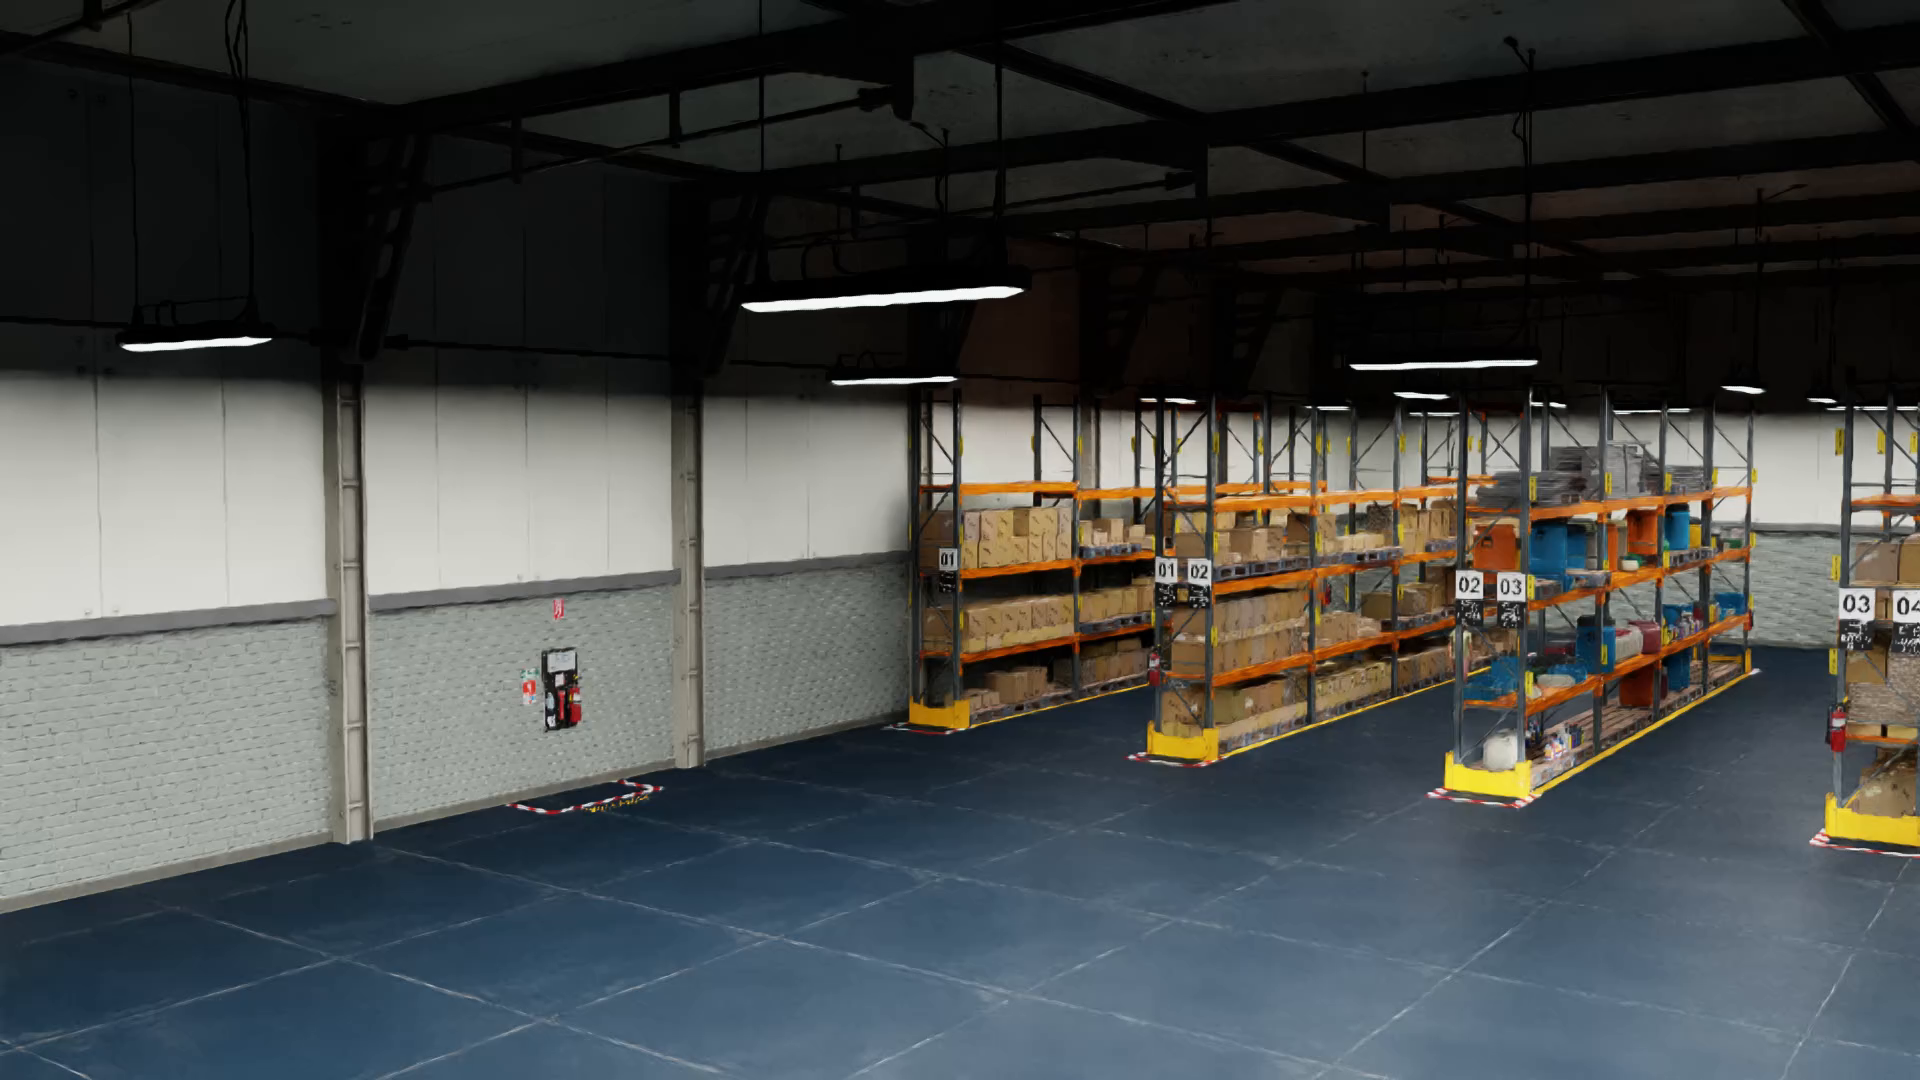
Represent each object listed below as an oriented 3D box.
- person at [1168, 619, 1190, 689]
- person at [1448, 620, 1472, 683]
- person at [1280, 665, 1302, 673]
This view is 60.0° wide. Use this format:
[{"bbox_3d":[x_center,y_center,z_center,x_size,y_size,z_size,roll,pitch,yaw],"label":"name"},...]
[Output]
[{"bbox_3d":[4.458,2.187,33.806,0.444,1.773,0.604,1,3,11],"label":"person"},{"bbox_3d":[9.873,2.312,32.874,0.446,1.604,1.016,2,4,28],"label":"person"},{"bbox_3d":[7.096,2.158,35.684,0.453,1.612,1.019,2,4,35],"label":"person"}]
